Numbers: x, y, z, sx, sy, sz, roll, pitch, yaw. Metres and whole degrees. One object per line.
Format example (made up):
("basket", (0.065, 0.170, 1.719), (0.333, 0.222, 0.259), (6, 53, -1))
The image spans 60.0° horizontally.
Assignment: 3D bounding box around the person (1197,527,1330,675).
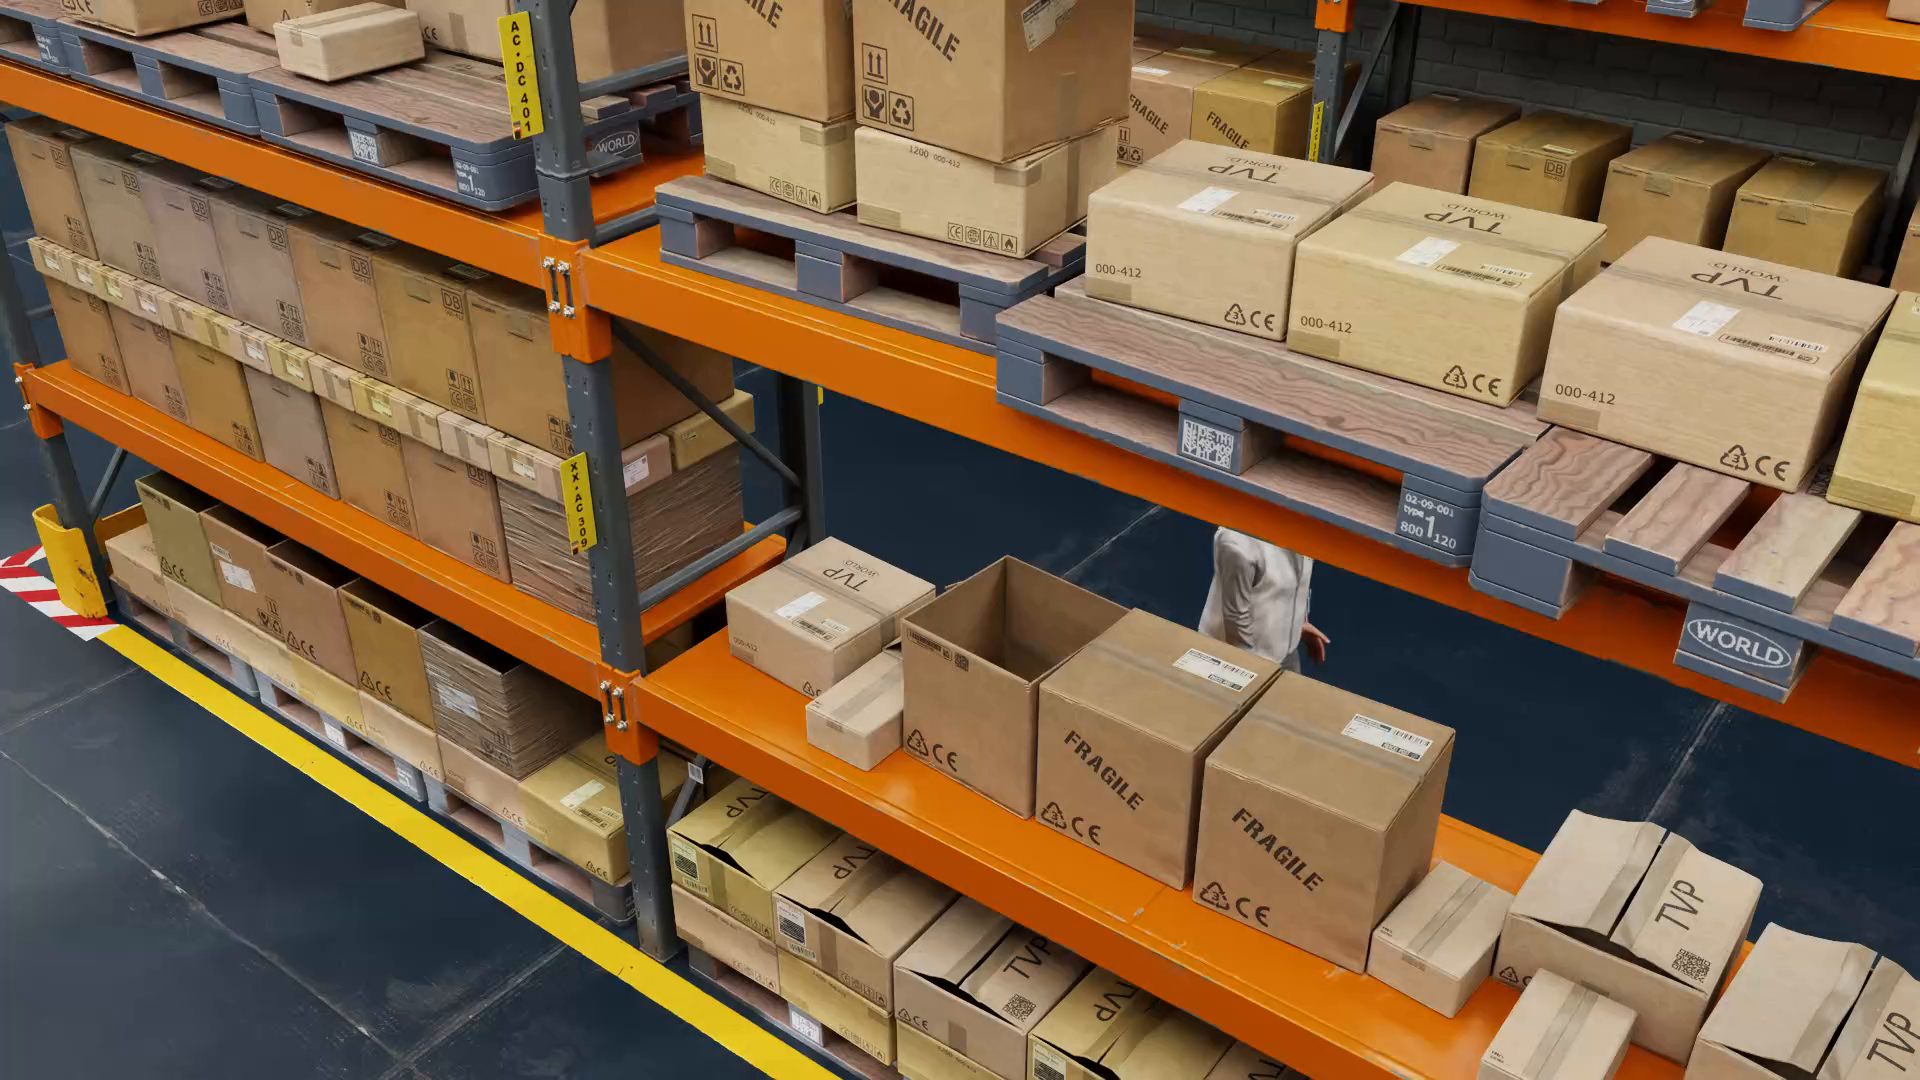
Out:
("person", (1.180, 0.408, 6.464), (0.442, 1.736, 0.552), (22, 37, 33))
